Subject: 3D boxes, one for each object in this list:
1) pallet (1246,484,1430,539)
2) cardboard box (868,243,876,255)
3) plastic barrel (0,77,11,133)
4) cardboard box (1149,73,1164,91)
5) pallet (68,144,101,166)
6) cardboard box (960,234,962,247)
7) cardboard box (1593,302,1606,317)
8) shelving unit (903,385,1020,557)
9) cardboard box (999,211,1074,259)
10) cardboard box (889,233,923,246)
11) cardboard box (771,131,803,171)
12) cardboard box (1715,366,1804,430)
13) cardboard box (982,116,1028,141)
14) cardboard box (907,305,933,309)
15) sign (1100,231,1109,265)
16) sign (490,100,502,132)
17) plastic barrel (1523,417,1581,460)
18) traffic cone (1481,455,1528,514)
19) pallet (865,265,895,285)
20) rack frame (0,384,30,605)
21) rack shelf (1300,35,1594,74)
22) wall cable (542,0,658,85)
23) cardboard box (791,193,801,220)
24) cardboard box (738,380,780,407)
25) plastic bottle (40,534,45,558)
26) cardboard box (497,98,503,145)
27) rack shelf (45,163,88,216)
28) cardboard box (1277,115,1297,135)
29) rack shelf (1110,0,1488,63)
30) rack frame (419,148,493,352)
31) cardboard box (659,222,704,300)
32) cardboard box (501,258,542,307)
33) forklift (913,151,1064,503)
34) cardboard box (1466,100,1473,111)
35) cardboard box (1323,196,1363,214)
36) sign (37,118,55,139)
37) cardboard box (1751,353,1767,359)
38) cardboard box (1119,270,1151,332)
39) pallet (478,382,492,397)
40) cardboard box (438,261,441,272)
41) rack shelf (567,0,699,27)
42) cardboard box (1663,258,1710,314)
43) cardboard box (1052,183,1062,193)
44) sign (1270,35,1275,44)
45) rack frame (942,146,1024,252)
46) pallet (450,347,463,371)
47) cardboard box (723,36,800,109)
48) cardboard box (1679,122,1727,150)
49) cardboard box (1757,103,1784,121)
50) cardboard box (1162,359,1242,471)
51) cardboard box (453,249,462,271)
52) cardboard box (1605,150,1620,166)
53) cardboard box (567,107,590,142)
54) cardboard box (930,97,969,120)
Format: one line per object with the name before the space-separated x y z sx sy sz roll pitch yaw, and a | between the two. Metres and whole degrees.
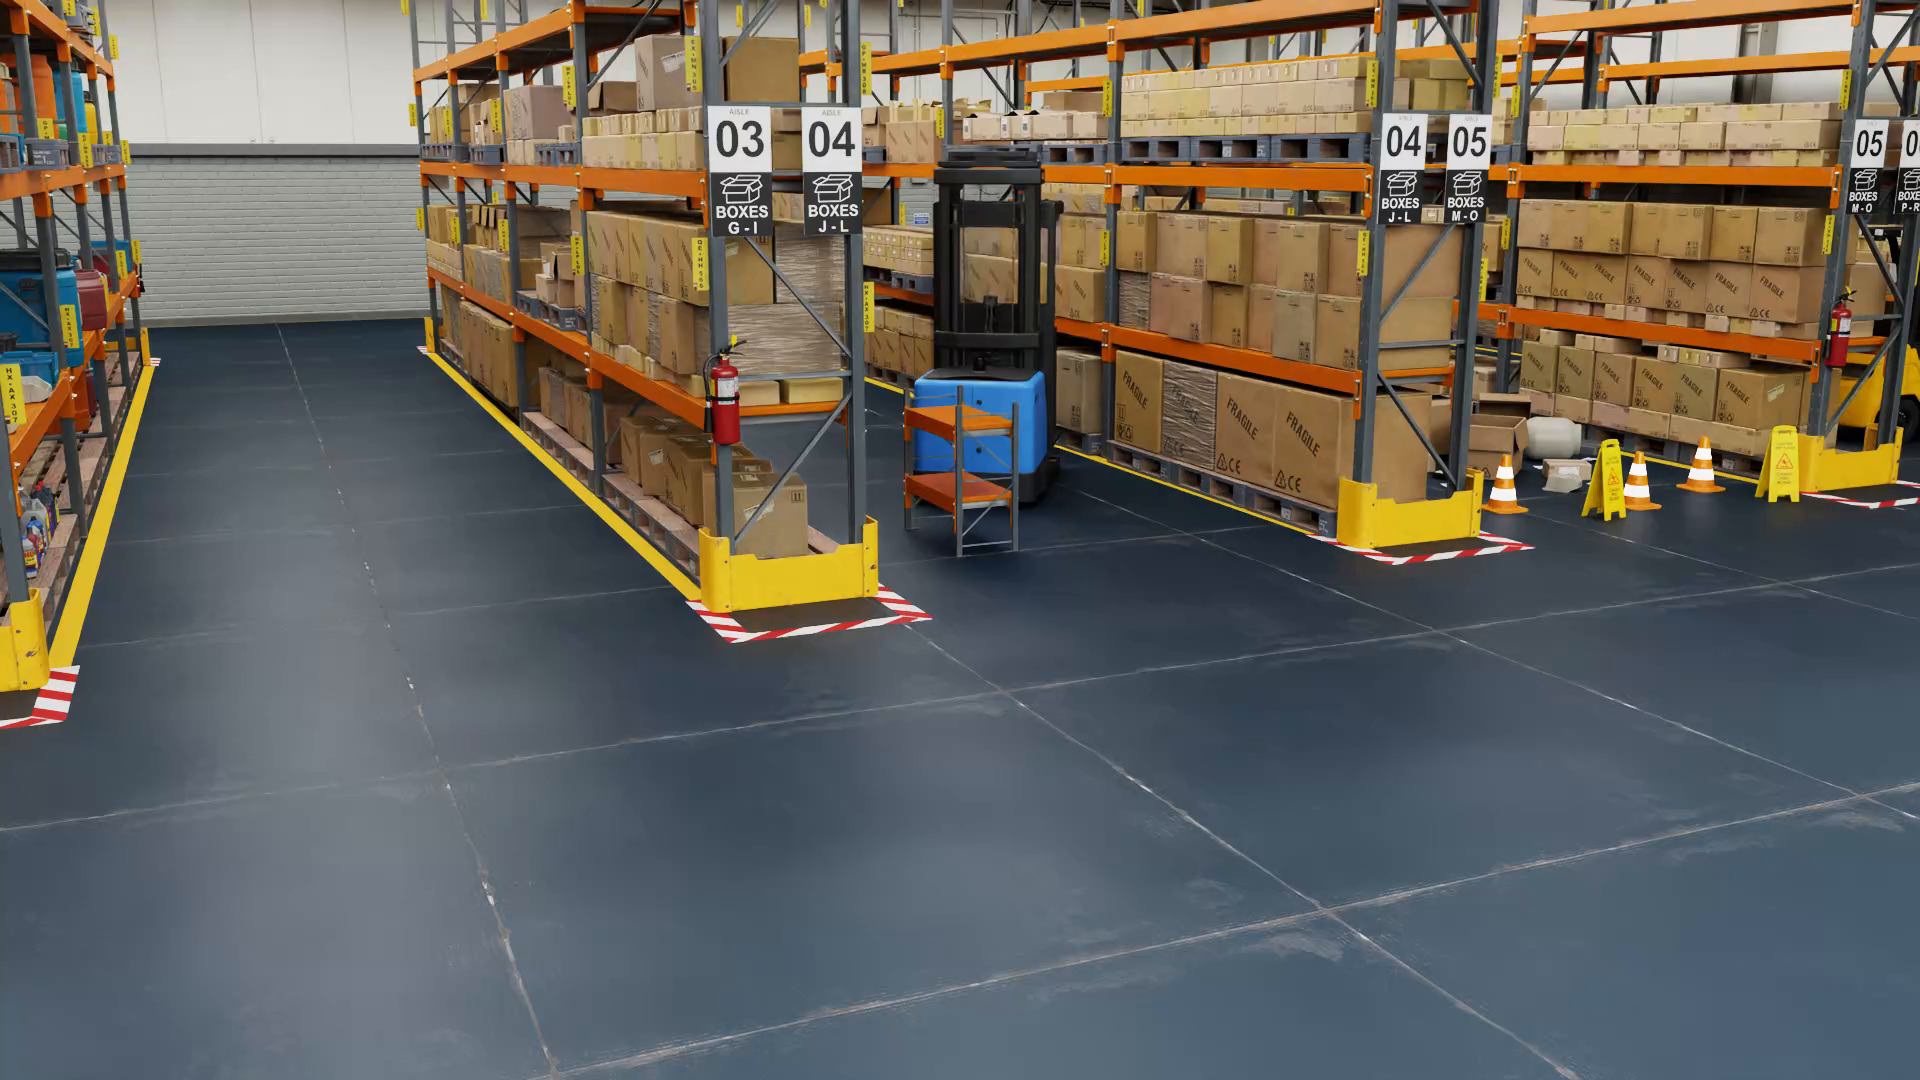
pallet | 3.086 -0.281 13.616 1.003 0.211 1.213 -6 14 -23
cardboard box | -0.964 -3.742 21.352 0.380 0.149 0.250 -6 14 -24
plastic barrel | -8.458 -3.606 14.193 0.600 0.830 0.708 -6 14 -23
cardboard box | 1.914 -4.078 14.820 0.380 0.149 0.250 -6 14 -23
pallet | -9.067 -3.796 16.386 1.003 0.211 1.213 -6 14 -23
cardboard box | 0.155 -3.675 20.401 0.380 0.149 0.250 -6 14 -24
cardboard box | 6.689 -2.353 16.943 0.380 0.149 0.250 -6 14 -23
shelving unit | -0.003 -0.549 12.749 0.538 1.125 1.048 -6 14 -23
cardboard box | 0.855 -3.366 18.323 0.700 0.500 0.500 -6 14 -24
cardboard box | -0.657 -3.727 20.628 0.380 0.149 0.250 -5 14 -21
cardboard box | -1.063 -2.566 10.983 0.500 0.250 0.500 -5 14 -21
cardboard box | 7.413 -1.322 15.432 0.500 0.500 0.500 -6 14 -23
cardboard box | 0.562 -4.503 18.201 0.500 0.250 0.500 -5 14 -21
cardboard box | -0.381 -2.966 21.984 0.500 0.250 0.500 -6 14 -25
sign | 1.382 -2.782 15.847 0.100 0.325 0.005 -6 14 -23
sign | -4.824 -4.411 17.300 0.100 0.325 0.005 -6 14 -23
plastic barrel | 5.758 -0.984 16.184 0.512 0.421 0.421 4 14 16
traffic cone | 4.566 -0.484 13.933 0.336 0.463 0.334 -6 14 -23
pallet | -0.557 -3.446 21.533 1.003 0.211 1.213 -6 14 -23
rack frame | -5.646 -0.607 8.840 1.000 3.000 0.127 -6 14 -23
rack shelf | 5.569 -5.567 19.446 1.077 0.370 4.000 -6 14 -23
wall cable | -6.624 -10.330 30.409 2.277 5.999 0.120 -6 14 -23
cardboard box | -2.169 -4.928 24.409 0.500 0.500 0.500 -5 14 -21
cardboard box | -1.411 -0.972 10.975 0.380 0.149 0.250 -6 14 -23
plastic bottle | -6.303 0.027 11.330 0.097 0.201 0.097 0 13 0
cardboard box | -4.622 -4.543 18.034 0.797 0.503 0.637 -5 14 -20
rack shelf | -8.049 -2.958 13.939 1.077 0.370 4.000 -6 14 -23
cardboard box | 2.730 -3.269 13.095 0.380 0.149 0.250 -5 14 -22
rack shelf | 2.677 -4.272 13.854 1.077 0.370 4.000 -6 14 -23
rack frame | -7.517 -4.360 25.056 1.000 3.000 0.127 -6 14 -23
cardboard box | -1.760 -1.929 11.454 0.500 0.500 0.500 -6 14 -23
cardboard box | -4.737 -2.835 18.247 0.500 0.500 0.500 -5 14 -21
forklift | 0.345 -2.025 15.121 1.130 2.935 3.031 2 13 9
cardboard box | 5.593 -4.929 19.156 0.500 0.250 0.500 -5 14 -22
cardboard box | 6.646 -5.713 28.914 0.500 0.500 0.500 -5 14 -22
sign | -6.739 -2.947 12.277 0.100 0.325 0.005 -6 14 -23
cardboard box | 10.394 -2.540 21.529 0.875 0.625 0.625 -6 14 -24
cardboard box | 2.034 -2.306 15.848 0.875 0.550 0.550 -6 14 -23
pallet | -5.536 -2.022 21.140 1.003 0.211 1.213 -6 14 -23
cardboard box | -7.159 -3.869 23.492 0.380 0.149 0.250 -6 14 -24
rack shelf | -1.908 -4.038 11.964 1.077 0.370 4.000 -6 14 -23
cardboard box | 7.109 -2.438 15.870 0.500 0.500 0.500 -6 14 -23
cardboard box | 1.743 -5.844 27.590 0.380 0.149 0.250 -6 14 -25
sign | 5.613 -9.072 29.861 0.100 0.325 0.005 -6 14 -23
rack frame | 0.273 -3.134 19.760 1.000 3.000 0.127 -6 14 -23
pallet | -6.640 -2.592 23.600 1.003 0.211 1.213 -6 14 -23
cardboard box | -1.455 -3.284 11.764 0.500 0.500 0.500 -6 14 -23
cardboard box | 7.108 -3.775 15.548 0.500 0.250 0.500 -5 14 -21
cardboard box | 7.380 -3.828 14.893 0.380 0.149 0.250 -6 14 -24
cardboard box | 2.428 -1.155 14.990 0.875 0.875 0.875 -6 14 -23
cardboard box | -6.332 -3.673 21.760 0.500 0.250 0.500 -6 14 -24
cardboard box | 6.686 -3.816 16.612 0.380 0.149 0.250 -6 14 -25
cardboard box | -3.185 -3.898 15.246 0.797 0.503 0.637 -5 14 -21
cardboard box | -0.127 -5.077 19.584 0.396 0.266 0.258 -6 14 -23
